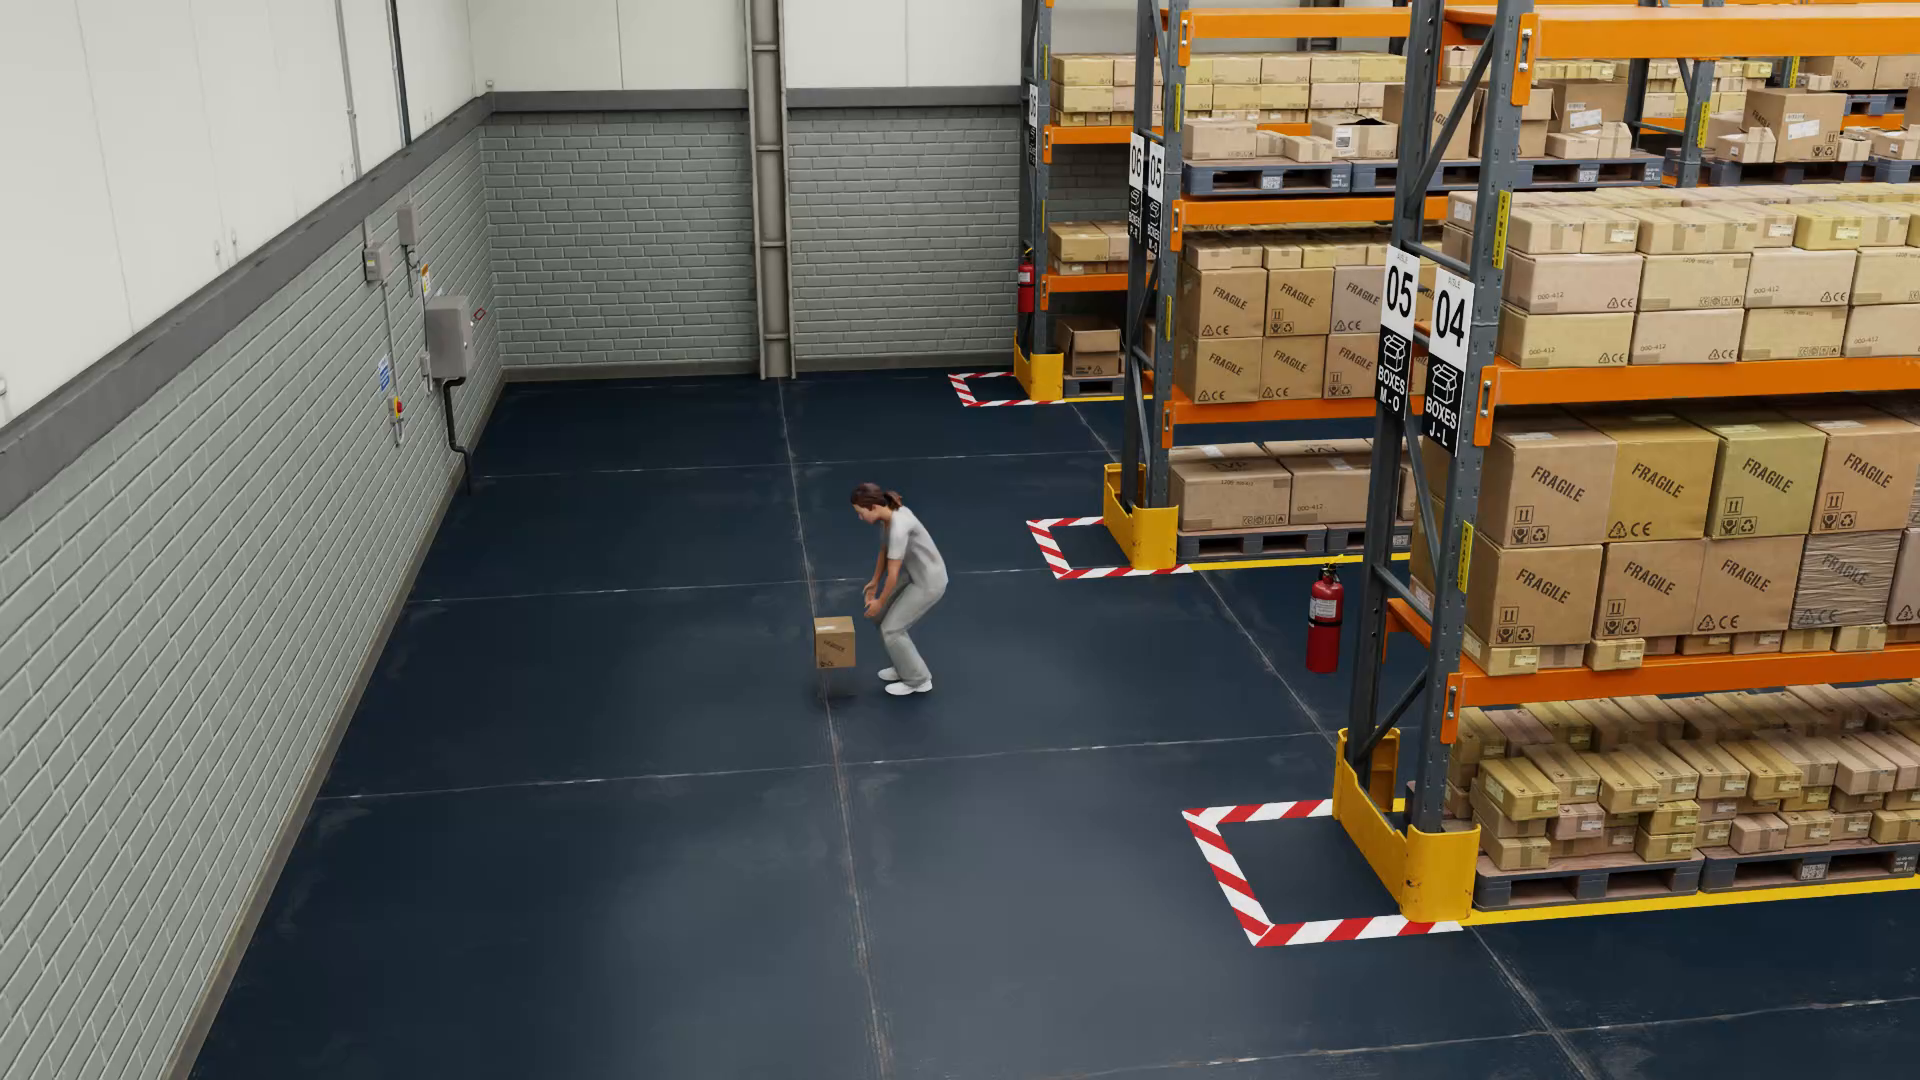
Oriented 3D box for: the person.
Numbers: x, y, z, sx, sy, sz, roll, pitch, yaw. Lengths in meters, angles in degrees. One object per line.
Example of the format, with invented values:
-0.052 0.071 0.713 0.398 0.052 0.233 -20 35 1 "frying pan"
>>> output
-0.382 0.298 10.646 0.615 1.418 0.490 -3 20 -8 "person"
